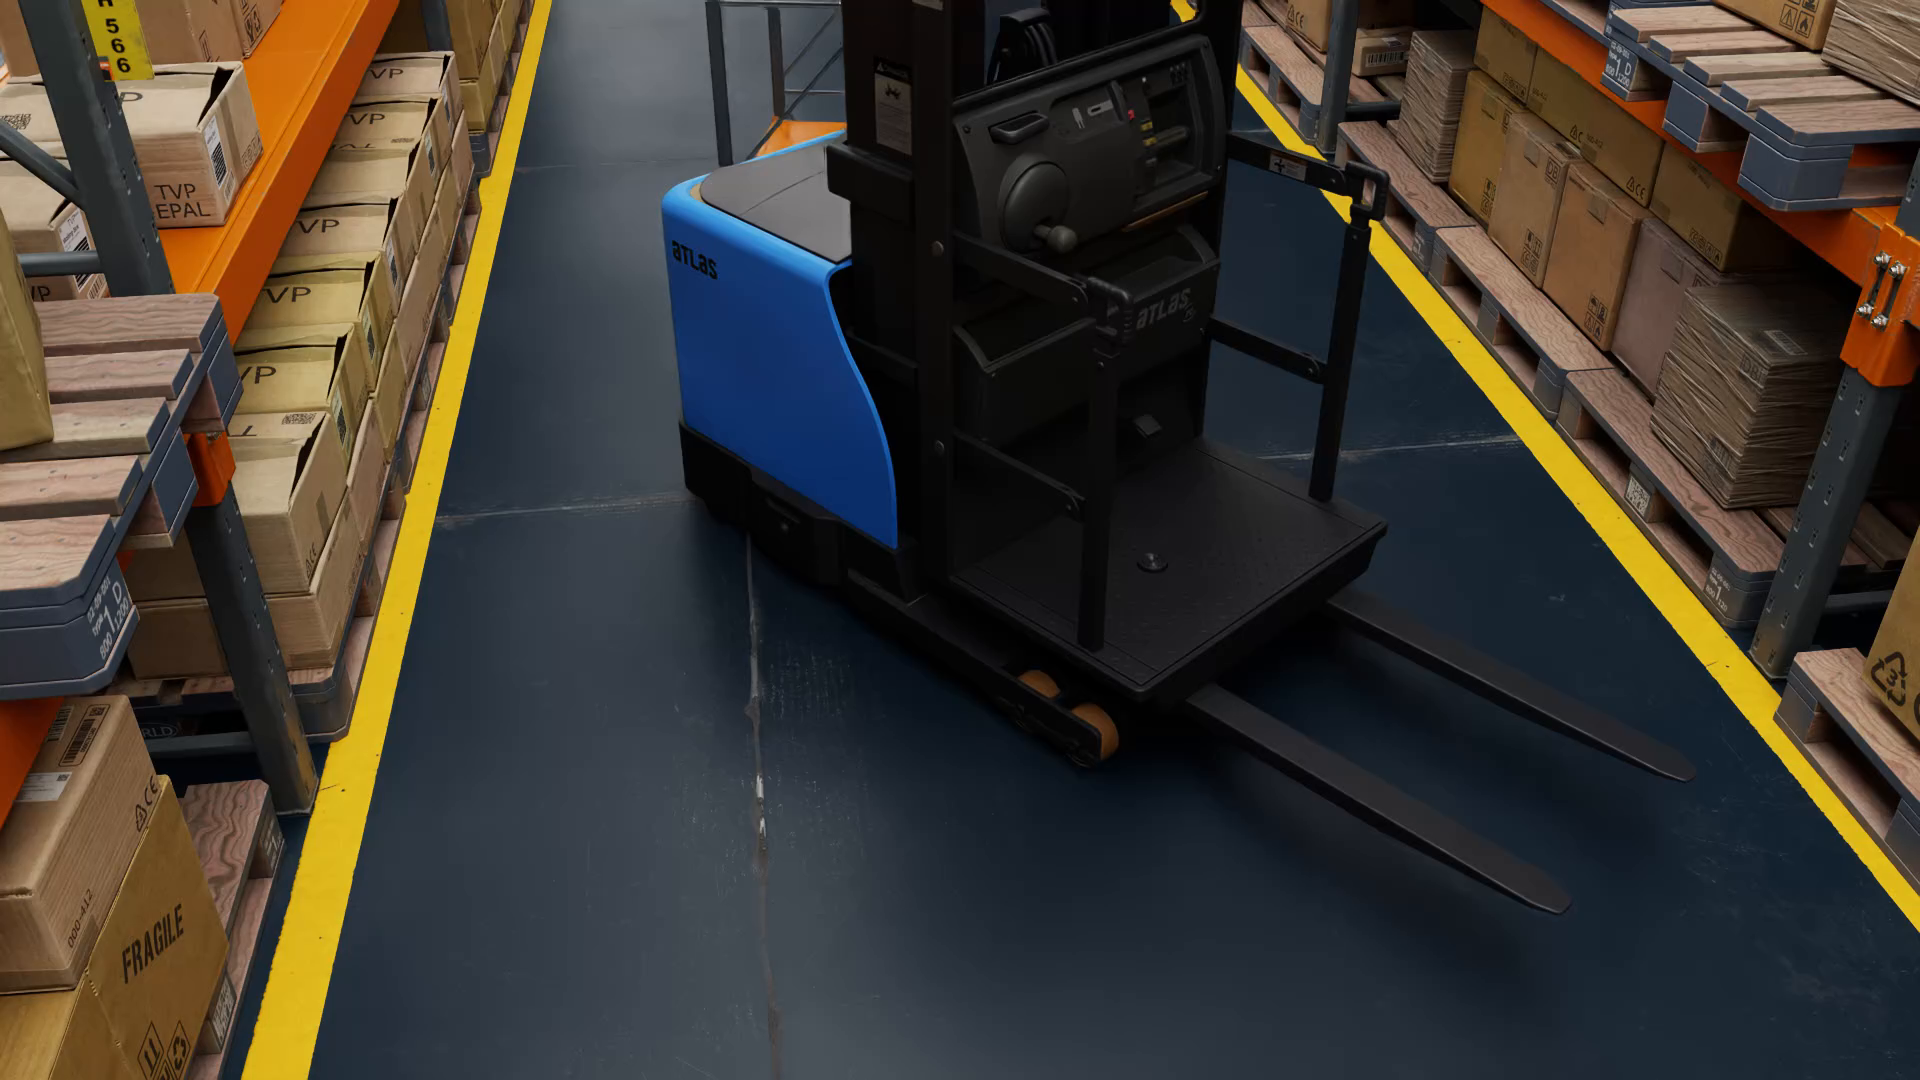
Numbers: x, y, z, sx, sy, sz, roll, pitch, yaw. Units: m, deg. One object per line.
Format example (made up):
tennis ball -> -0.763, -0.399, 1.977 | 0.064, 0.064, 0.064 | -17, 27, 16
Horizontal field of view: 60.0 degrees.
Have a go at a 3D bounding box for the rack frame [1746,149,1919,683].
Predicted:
rack frame -> 2.758, -0.912, 3.925 | 1.000, 3.000, 0.127 | -4, 35, -6

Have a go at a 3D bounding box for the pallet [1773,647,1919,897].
pallet -> 2.789, 0.686, 4.057 | 1.003, 0.211, 1.213 | -4, 35, -6

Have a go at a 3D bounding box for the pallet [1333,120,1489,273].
pallet -> 2.326, -1.558, 7.349 | 1.003, 0.211, 1.213 | -4, 35, -6

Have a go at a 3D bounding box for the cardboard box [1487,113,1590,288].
cardboard box -> 2.483, -1.312, 6.340 | 0.700, 0.500, 0.500 | -4, 34, -6

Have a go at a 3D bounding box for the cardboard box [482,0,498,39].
cardboard box -> -2.516, -2.675, 7.915 | 0.500, 0.500, 0.500 | -4, 35, -6

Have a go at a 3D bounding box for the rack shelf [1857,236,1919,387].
rack shelf -> 3.027, 0.501, 2.490 | 1.077, 0.370, 4.000 | -4, 35, -6

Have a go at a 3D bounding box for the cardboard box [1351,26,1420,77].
cardboard box -> 2.118, -2.452, 8.309 | 0.380, 0.166, 0.250 | -9, 35, -13

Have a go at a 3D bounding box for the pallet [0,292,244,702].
pallet -> -1.990, -0.083, 2.878 | 1.213, 0.211, 1.003 | -4, 35, -6

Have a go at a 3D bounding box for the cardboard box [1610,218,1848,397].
cardboard box -> 2.655, -0.755, 5.524 | 0.700, 0.500, 0.500 | -4, 35, -6

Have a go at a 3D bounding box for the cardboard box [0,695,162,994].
cardboard box -> -1.780, 0.541, 2.955 | 0.500, 0.250, 0.500 | -3, 34, -5

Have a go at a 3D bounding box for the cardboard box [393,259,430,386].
cardboard box -> -2.143, -0.743, 5.746 | 0.500, 0.250, 0.500 | -4, 34, -5

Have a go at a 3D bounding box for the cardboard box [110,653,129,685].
cardboard box -> -2.463, 0.152, 4.431 | 0.500, 0.250, 0.500 | -4, 34, -5

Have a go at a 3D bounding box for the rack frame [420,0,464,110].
rack frame -> -2.689, -2.767, 6.647 | 1.000, 3.000, 0.127 | -4, 35, -6

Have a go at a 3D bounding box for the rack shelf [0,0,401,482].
rack shelf -> -2.420, -1.354, 5.212 | 1.077, 0.370, 4.000 | -4, 35, -6

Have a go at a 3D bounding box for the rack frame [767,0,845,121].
rack frame -> -0.477, -1.730, 6.457 | 0.500, 1.500, 0.032 | 2, 34, 4

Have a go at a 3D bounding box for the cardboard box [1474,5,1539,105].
cardboard box -> 2.398, -1.948, 6.608 | 0.500, 0.250, 0.500 | -5, 35, -7

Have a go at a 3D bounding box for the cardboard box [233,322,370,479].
cardboard box -> -2.009, -0.411, 4.761 | 0.500, 0.311, 0.500 | -5, 35, -8

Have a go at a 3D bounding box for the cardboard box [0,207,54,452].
cardboard box -> -1.954, -0.407, 2.722 | 0.700, 0.500, 0.500 | -16, 37, -22

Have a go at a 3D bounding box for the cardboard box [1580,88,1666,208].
cardboard box -> 2.520, -1.378, 5.772 | 0.500, 0.250, 0.500 | -5, 35, -7

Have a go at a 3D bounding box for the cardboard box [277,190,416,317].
cardboard box -> -2.145, -0.983, 5.599 | 0.500, 0.311, 0.500 | -5, 35, -7

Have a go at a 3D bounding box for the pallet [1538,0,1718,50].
pallet -> 2.451, -1.935, 5.596 | 1.003, 0.211, 1.213 | -4, 35, -6

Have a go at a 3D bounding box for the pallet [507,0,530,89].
pallet -> -2.921, -2.744, 9.089 | 1.003, 0.211, 1.213 | -4, 35, -6

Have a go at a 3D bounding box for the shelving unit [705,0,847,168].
shelving unit -> -0.517, -1.440, 6.031 | 0.587, 1.500, 1.083 | 2, 34, 4

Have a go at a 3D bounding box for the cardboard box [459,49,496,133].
cardboard box -> -2.451, -2.086, 7.717 | 0.500, 0.250, 0.500 | -4, 35, -6

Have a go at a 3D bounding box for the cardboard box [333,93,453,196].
cardboard box -> -2.274, -1.542, 6.420 | 0.500, 0.311, 0.500 | -3, 34, -5

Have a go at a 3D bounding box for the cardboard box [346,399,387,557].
cardboard box -> -1.999, -0.167, 4.901 | 0.500, 0.250, 0.500 | -5, 35, -8

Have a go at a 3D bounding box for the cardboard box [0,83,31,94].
cardboard box -> -2.378, -1.139, 4.480 | 0.380, 0.149, 0.250 | -2, 34, -3

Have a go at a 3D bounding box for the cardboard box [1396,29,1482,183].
cardboard box -> 2.335, -1.884, 7.180 | 0.700, 0.500, 0.500 | -3, 34, -5

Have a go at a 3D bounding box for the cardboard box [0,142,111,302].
cardboard box -> -2.156, -0.705, 3.699 | 0.500, 0.311, 0.500 | -2, 34, -3

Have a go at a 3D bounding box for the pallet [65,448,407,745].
pallet -> -2.223, 0.155, 4.835 | 1.003, 0.211, 1.213 | -4, 35, -6

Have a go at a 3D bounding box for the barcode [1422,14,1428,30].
barcode -> 2.403, -2.675, 8.589 | 0.001, 0.075, 0.075 | -4, 35, -6

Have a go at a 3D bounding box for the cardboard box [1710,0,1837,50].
cardboard box -> 2.582, -1.707, 4.612 | 0.700, 0.500, 0.500 | -8, 35, -11

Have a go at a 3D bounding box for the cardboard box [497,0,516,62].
cardboard box -> -2.575, -2.645, 8.537 | 0.500, 0.250, 0.500 | -4, 35, -6

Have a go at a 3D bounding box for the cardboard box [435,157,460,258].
cardboard box -> -2.279, -1.313, 6.581 | 0.500, 0.250, 0.500 | -5, 35, -7

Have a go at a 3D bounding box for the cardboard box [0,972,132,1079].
cardboard box -> -1.723, 1.109, 2.788 | 0.500, 0.500, 0.500 | -6, 35, -8

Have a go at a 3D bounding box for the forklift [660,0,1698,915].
forklift -> 0.497, -0.945, 4.034 | 1.130, 2.935, 3.031 | -29, 44, -35

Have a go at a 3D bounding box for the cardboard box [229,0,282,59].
cardboard box -> -2.463, -1.805, 5.147 | 0.500, 0.500, 0.500 | -4, 35, -6

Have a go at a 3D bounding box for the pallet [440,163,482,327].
pallet -> -2.551, -1.207, 6.833 | 1.003, 0.211, 1.213 | -4, 35, -6

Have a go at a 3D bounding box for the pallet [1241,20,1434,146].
pallet -> 2.094, -2.364, 8.532 | 1.003, 0.211, 1.213 | -4, 35, -6
